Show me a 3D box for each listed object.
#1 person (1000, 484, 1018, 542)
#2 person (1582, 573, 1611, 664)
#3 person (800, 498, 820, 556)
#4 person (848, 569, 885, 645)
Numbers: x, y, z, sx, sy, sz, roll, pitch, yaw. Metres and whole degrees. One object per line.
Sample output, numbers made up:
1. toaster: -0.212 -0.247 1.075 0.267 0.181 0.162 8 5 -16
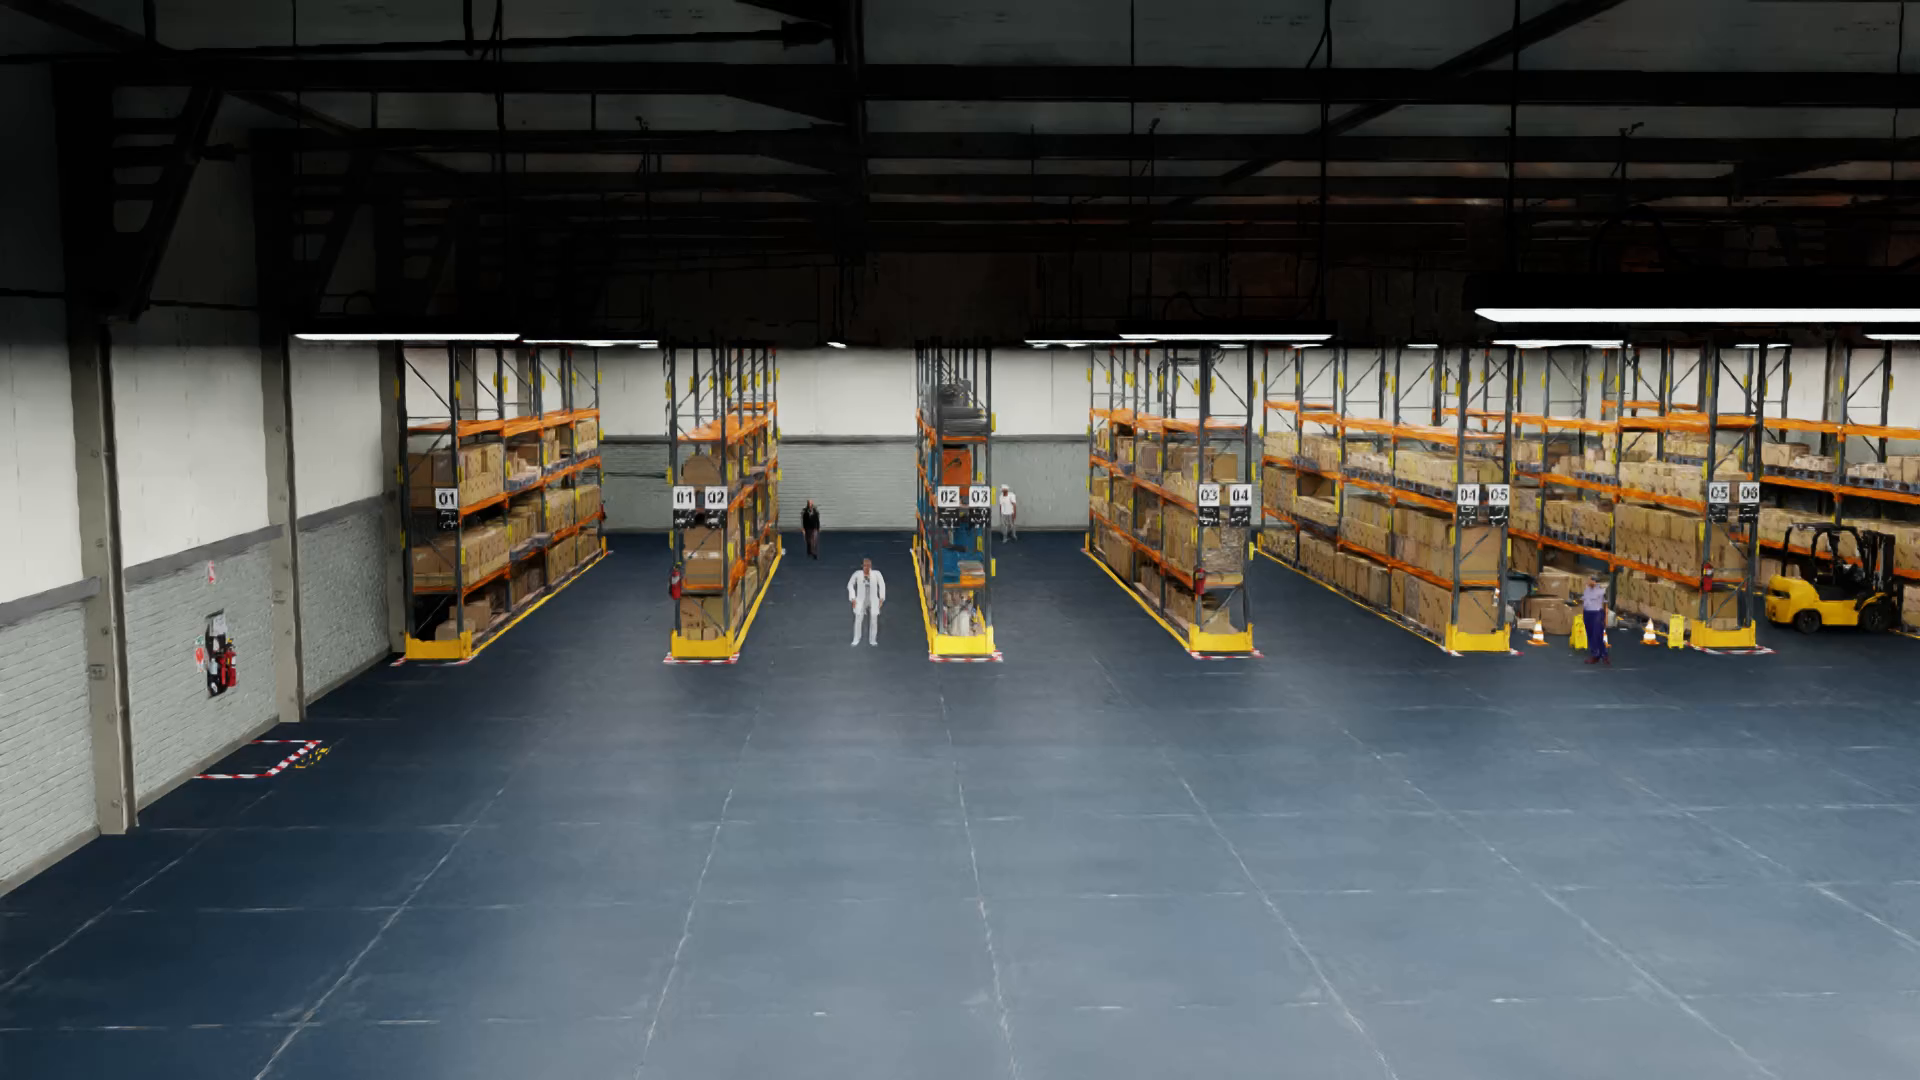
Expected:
1. person: 1.441 -0.824 50.049 0.574 1.753 0.574 4 8 34
2. person: 11.699 1.436 30.550 0.409 1.642 0.602 -4 8 -31
3. person: -4.153 -0.375 46.201 0.543 1.601 0.944 0 6 -1
4. person: -1.821 1.291 32.362 0.729 1.545 0.533 0 7 -4
